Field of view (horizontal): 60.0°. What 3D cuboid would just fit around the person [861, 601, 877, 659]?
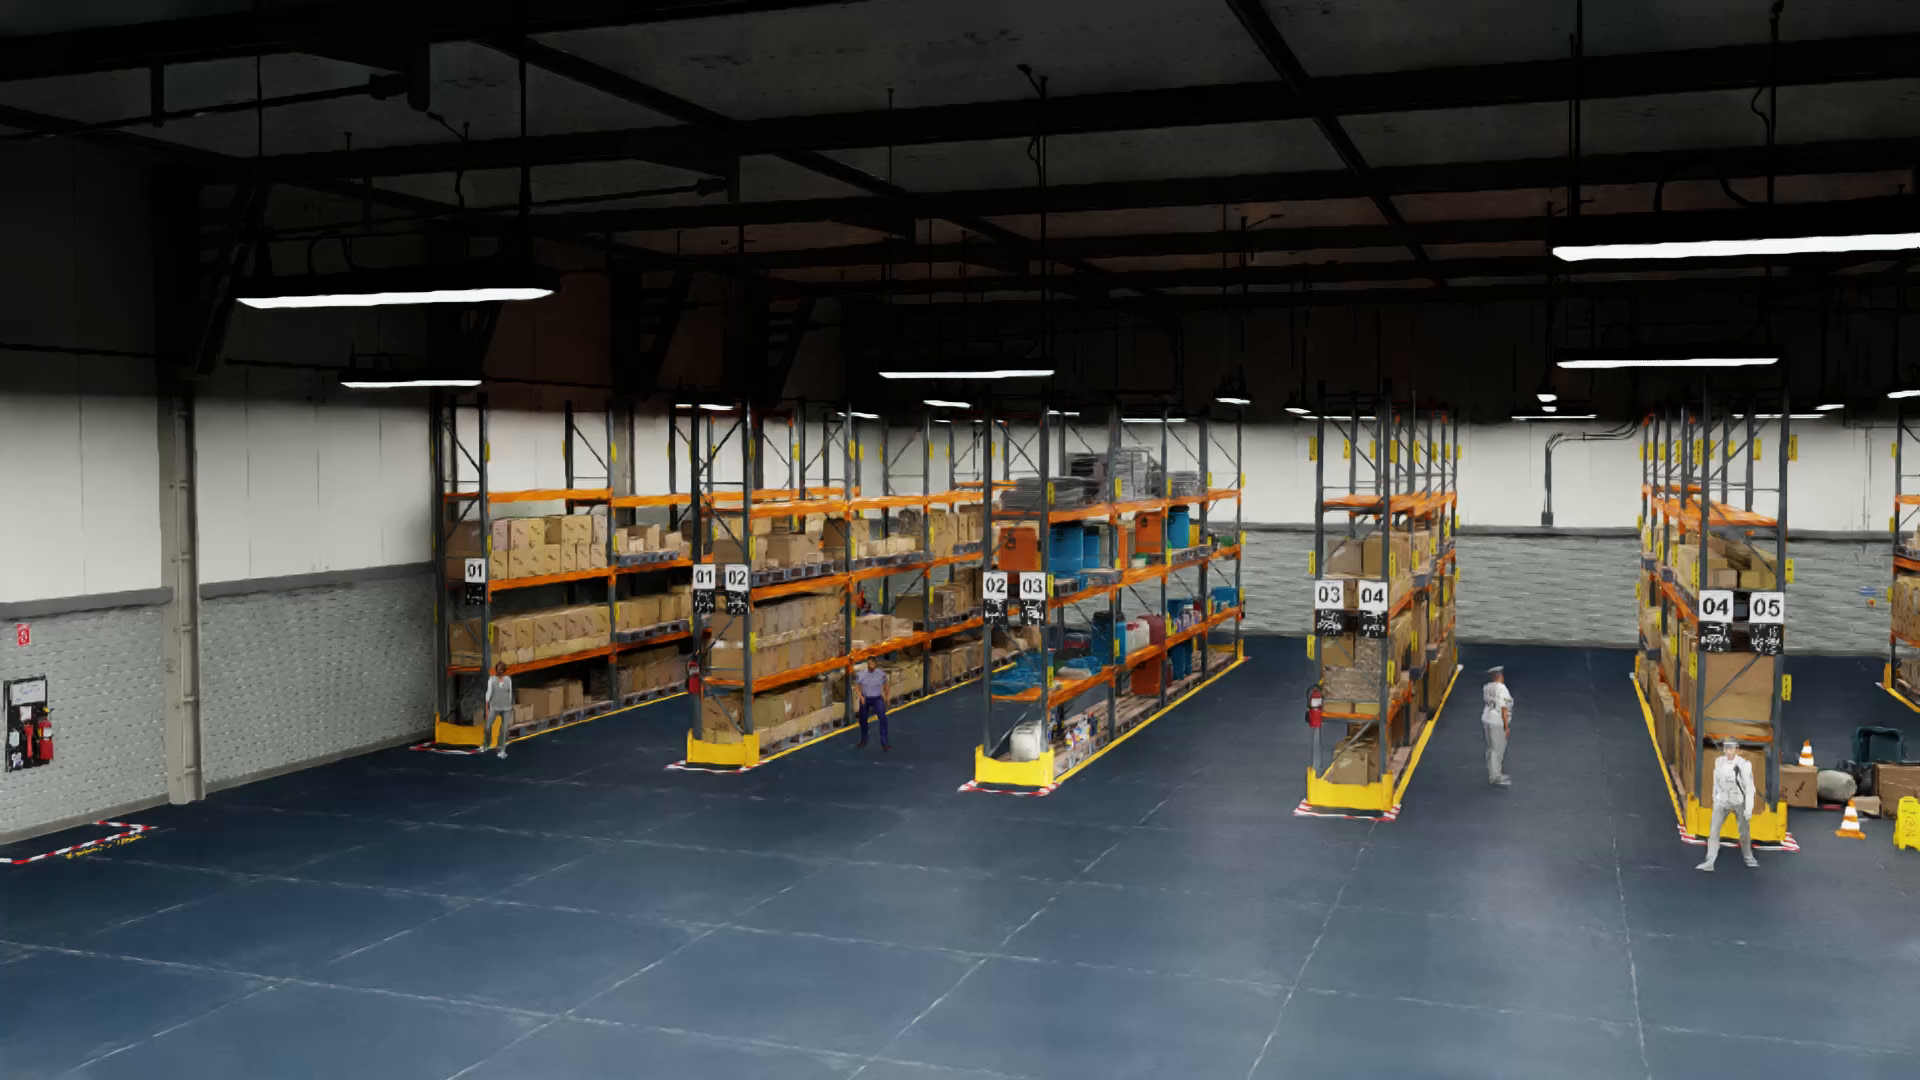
[{"bbox_3d":[-2.089,2.174,38.033,0.447,1.574,1.088,1,3,22],"label":"person"}]

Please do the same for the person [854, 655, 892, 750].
[{"bbox_3d":[-1.460,2.713,27.987,0.647,1.588,0.770,0,3,-2],"label":"person"}]

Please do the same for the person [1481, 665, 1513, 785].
[{"bbox_3d":[8.141,2.776,25.097,0.476,1.758,0.593,-1,3,-11],"label":"person"}]

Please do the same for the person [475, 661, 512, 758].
[{"bbox_3d":[-7.611,2.760,27.165,0.586,1.588,0.469,-1,3,-23],"label":"person"}]

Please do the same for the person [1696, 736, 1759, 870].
[{"bbox_3d":[9.205,3.127,19.842,0.525,1.622,0.920,3,4,44],"label":"person"}]
